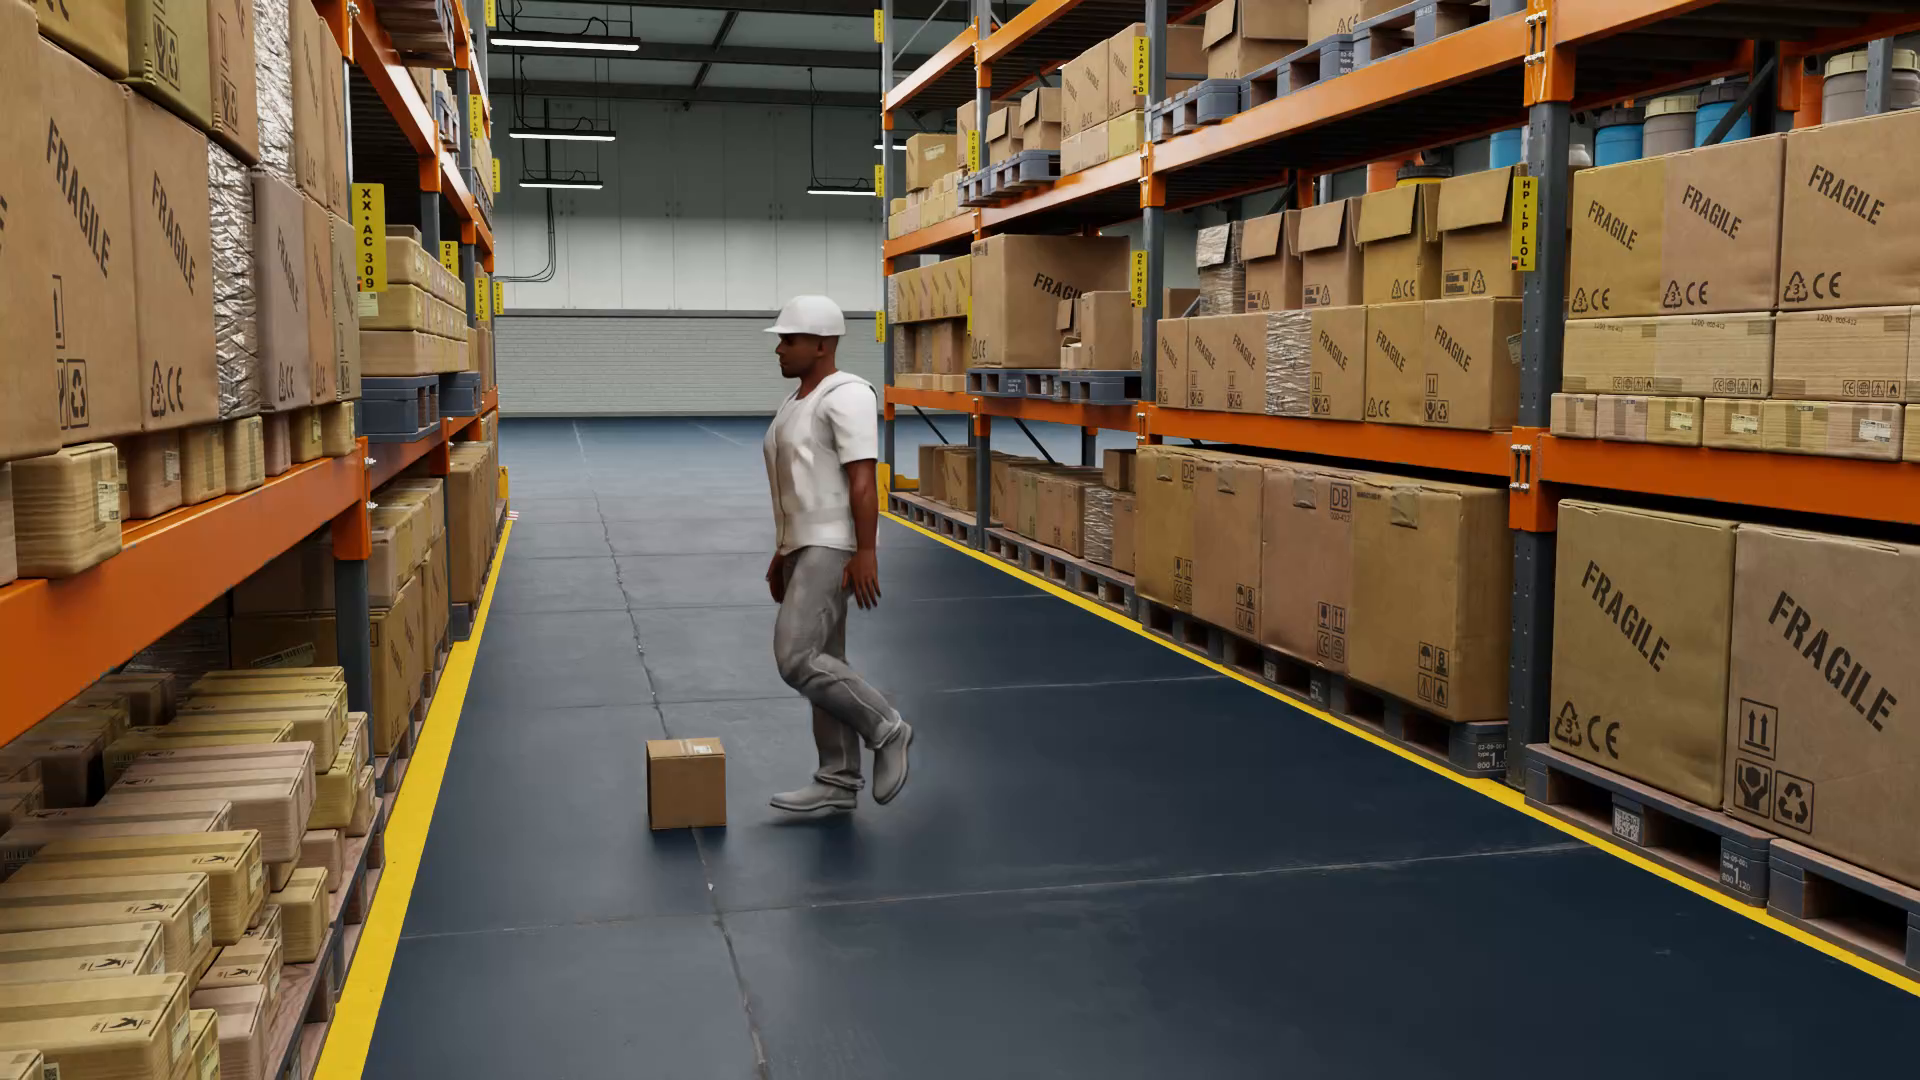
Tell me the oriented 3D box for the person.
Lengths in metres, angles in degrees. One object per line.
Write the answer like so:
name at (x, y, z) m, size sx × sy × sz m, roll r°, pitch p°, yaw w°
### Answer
person at (-0.454, 0.047, 5.720) m, size 0.497 × 1.765 × 0.645 m, roll -3°, pitch 7°, yaw -25°
